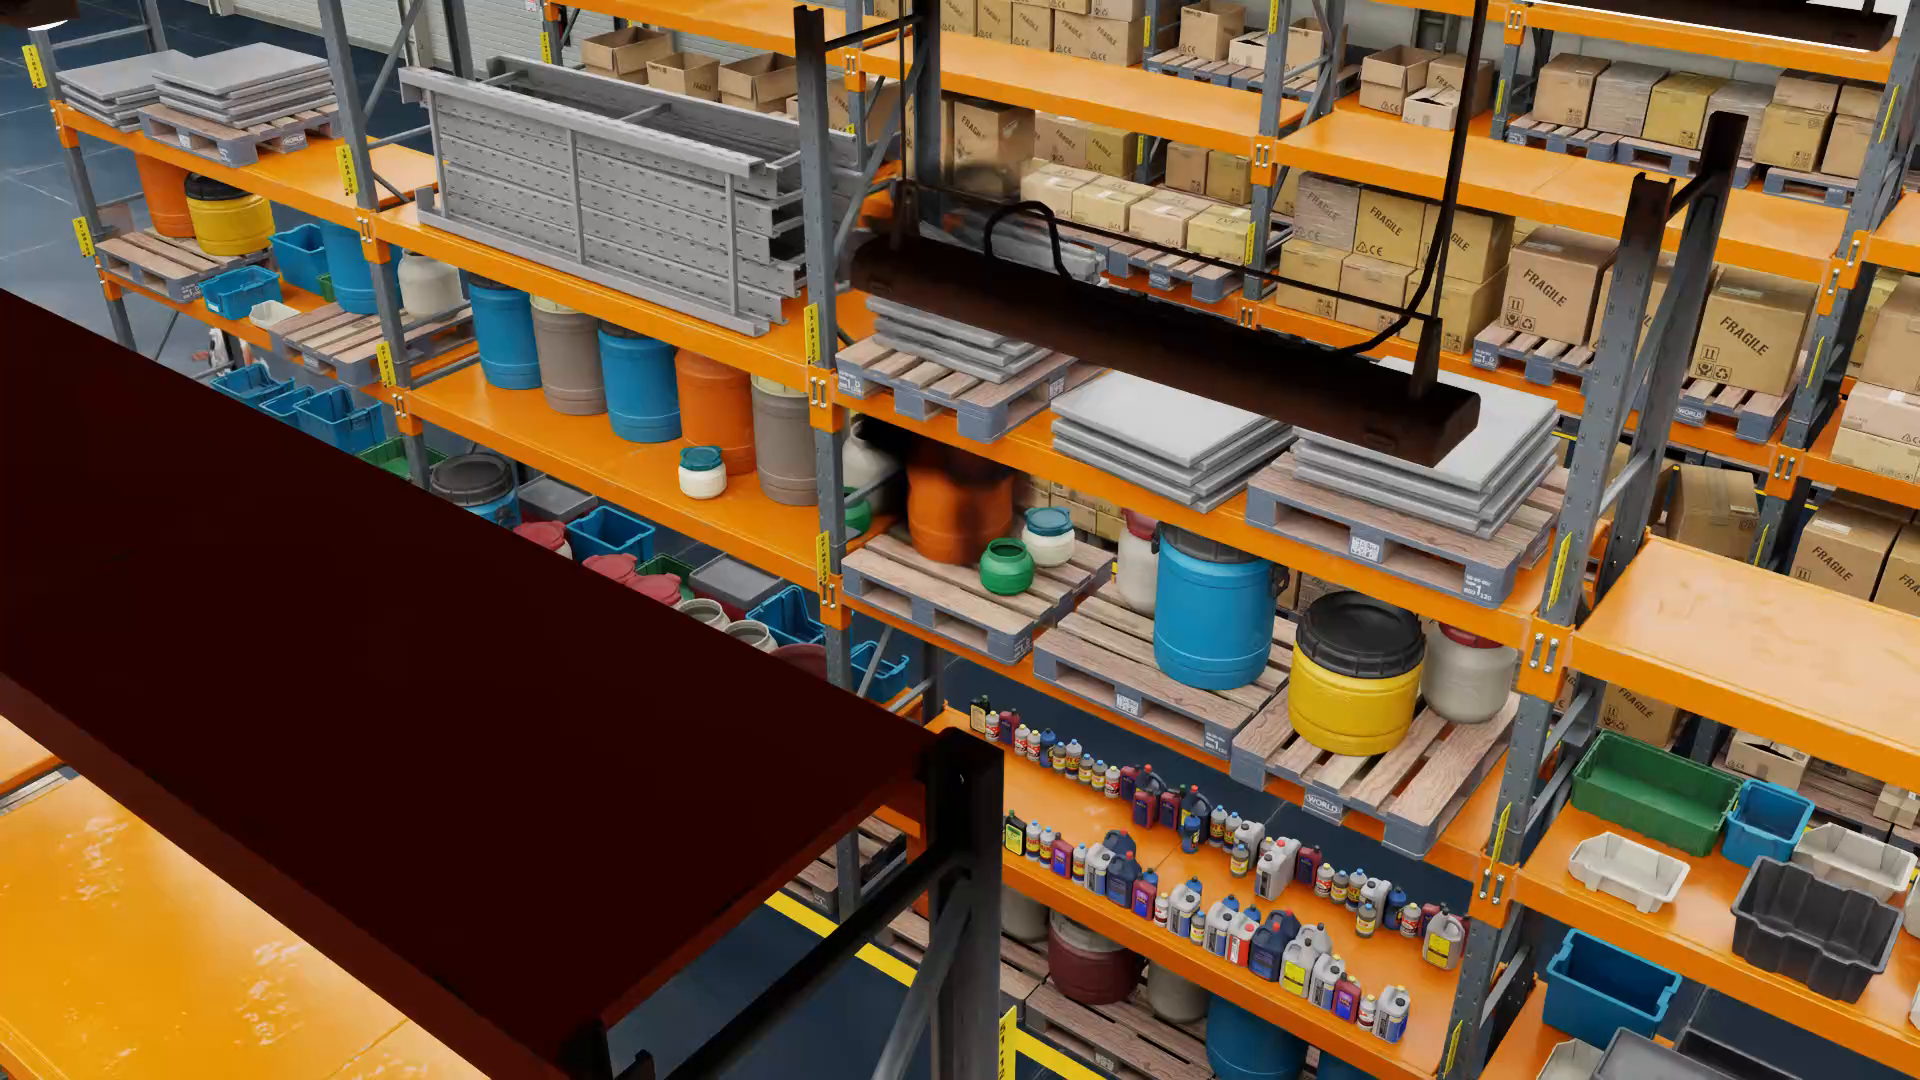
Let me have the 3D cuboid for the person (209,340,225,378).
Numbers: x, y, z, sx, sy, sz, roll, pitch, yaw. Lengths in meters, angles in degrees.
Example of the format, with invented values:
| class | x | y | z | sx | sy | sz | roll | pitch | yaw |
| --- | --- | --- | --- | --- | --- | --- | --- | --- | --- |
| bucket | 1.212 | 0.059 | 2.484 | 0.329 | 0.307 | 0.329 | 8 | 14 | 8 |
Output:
| class | x | y | z | sx | sy | sz | roll | pitch | yaw |
| --- | --- | --- | --- | --- | --- | --- | --- | --- | --- |
| person | -6.895 | -1.388 | 16.202 | 1.022 | 1.380 | 0.442 | -6 | 32 | -10 |
